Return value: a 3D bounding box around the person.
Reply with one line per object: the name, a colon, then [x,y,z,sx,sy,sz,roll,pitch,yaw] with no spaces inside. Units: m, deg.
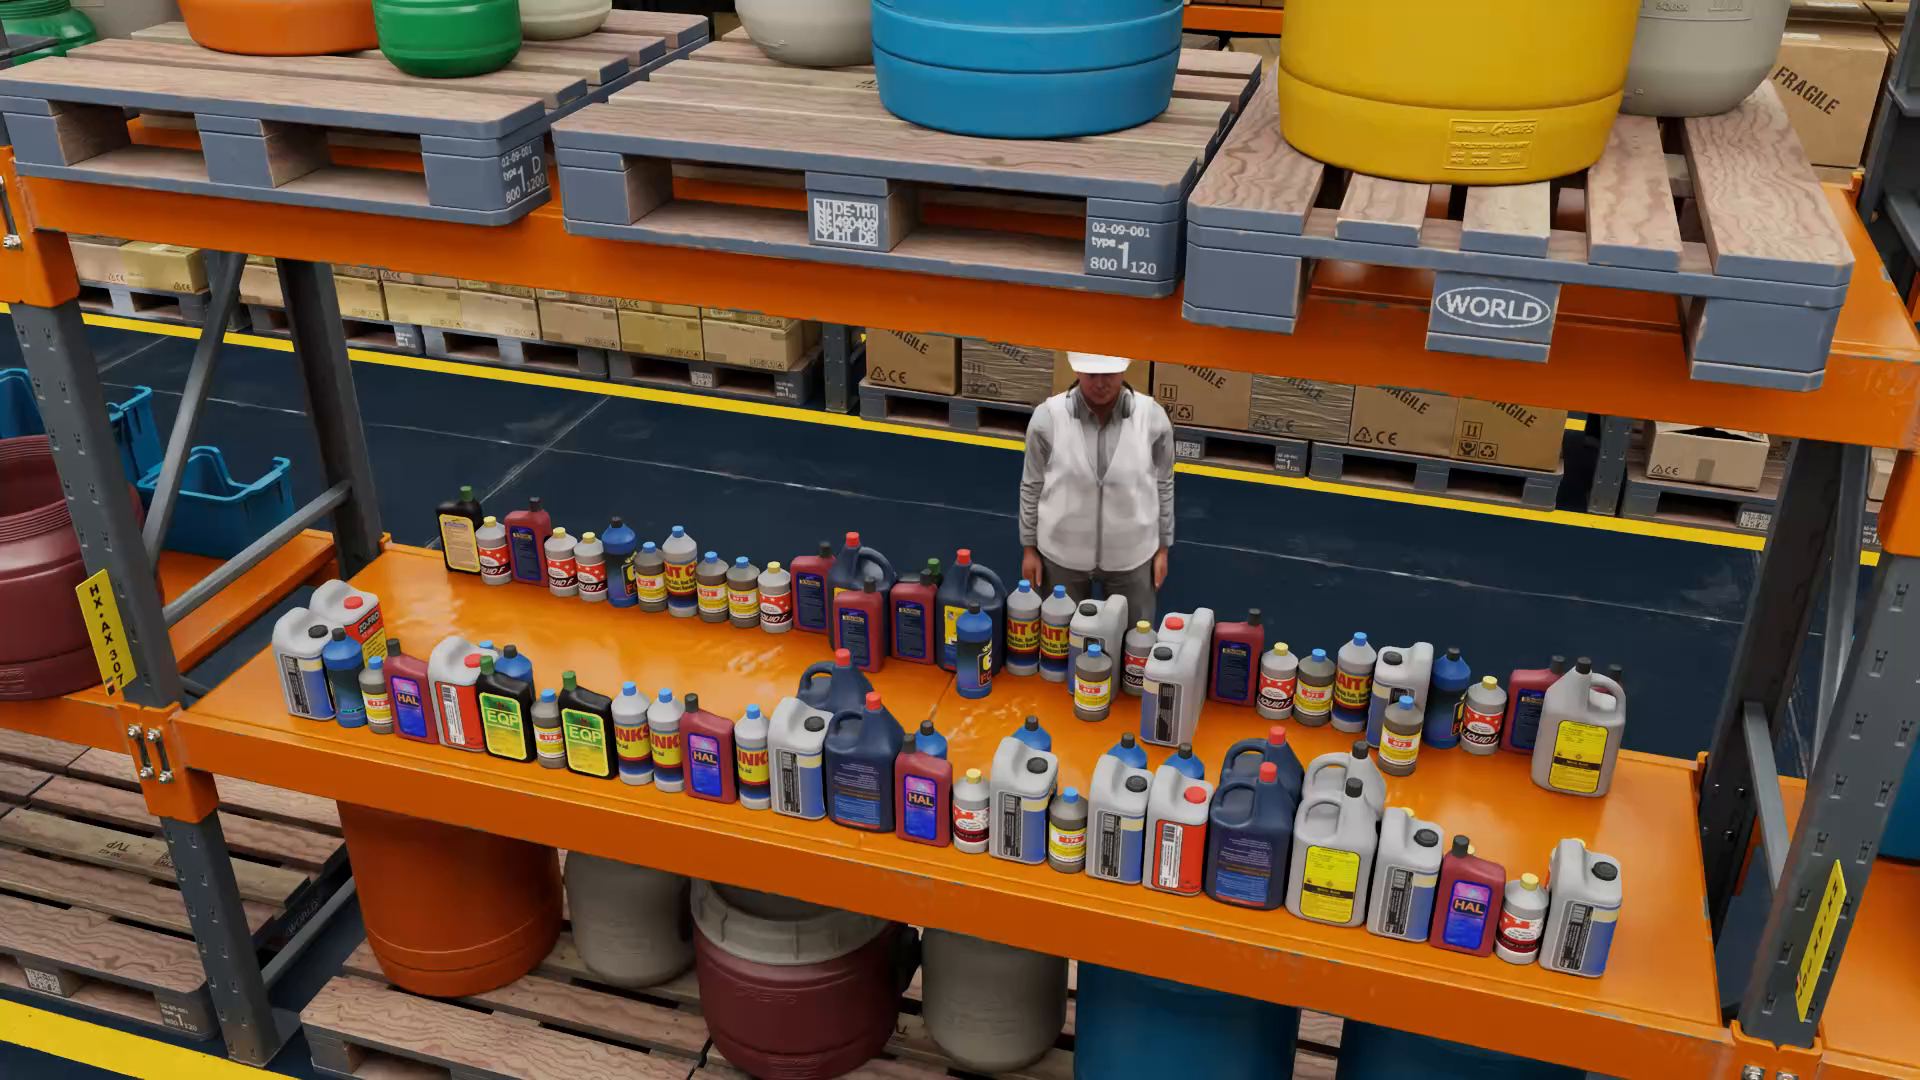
person: [0.489,0.063,5.961,0.555,1.782,0.445,1,29,2]
